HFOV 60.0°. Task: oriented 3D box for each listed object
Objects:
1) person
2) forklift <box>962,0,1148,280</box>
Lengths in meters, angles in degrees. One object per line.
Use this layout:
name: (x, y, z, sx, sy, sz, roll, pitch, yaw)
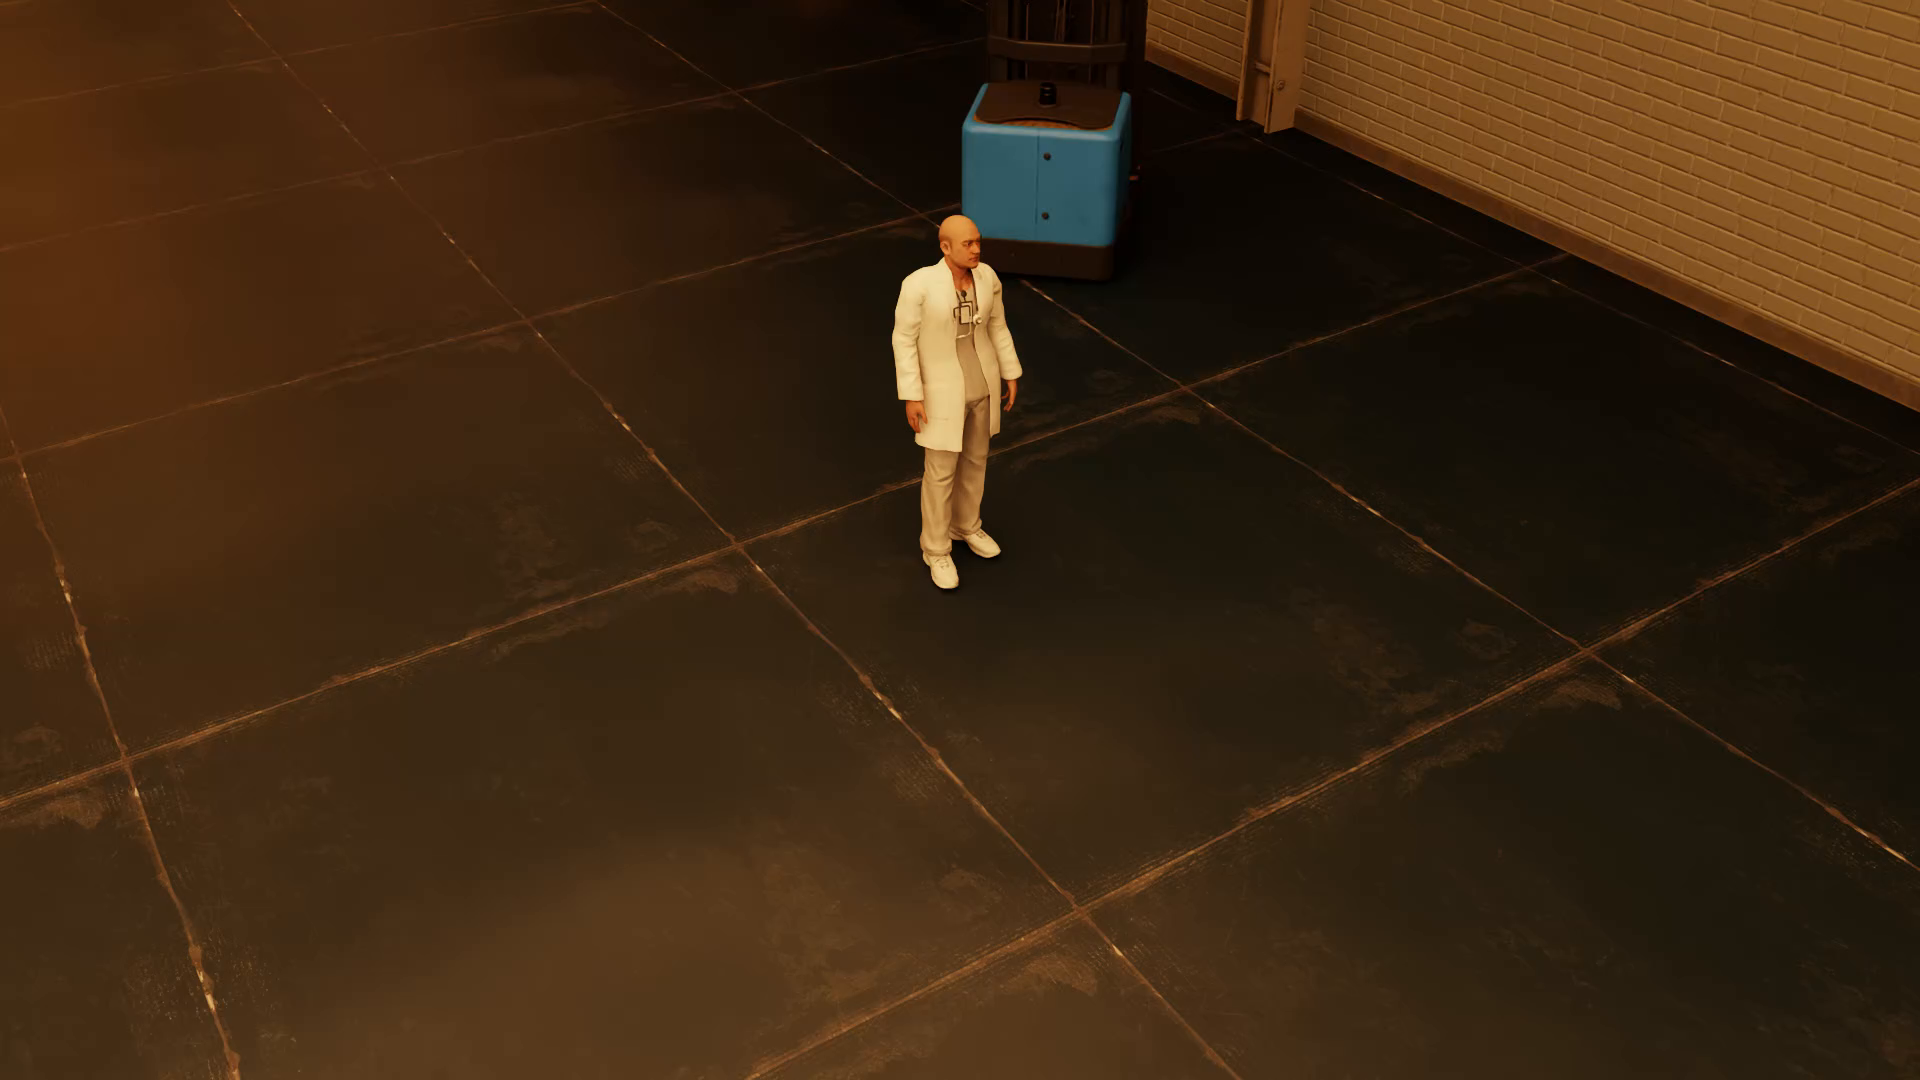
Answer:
person: (0.045, -0.688, 8.118, 0.696, 1.776, 0.581, -21, 40, -27)
forklift: (0.771, -3.761, 11.501, 1.130, 2.935, 3.031, 6, 36, 9)
